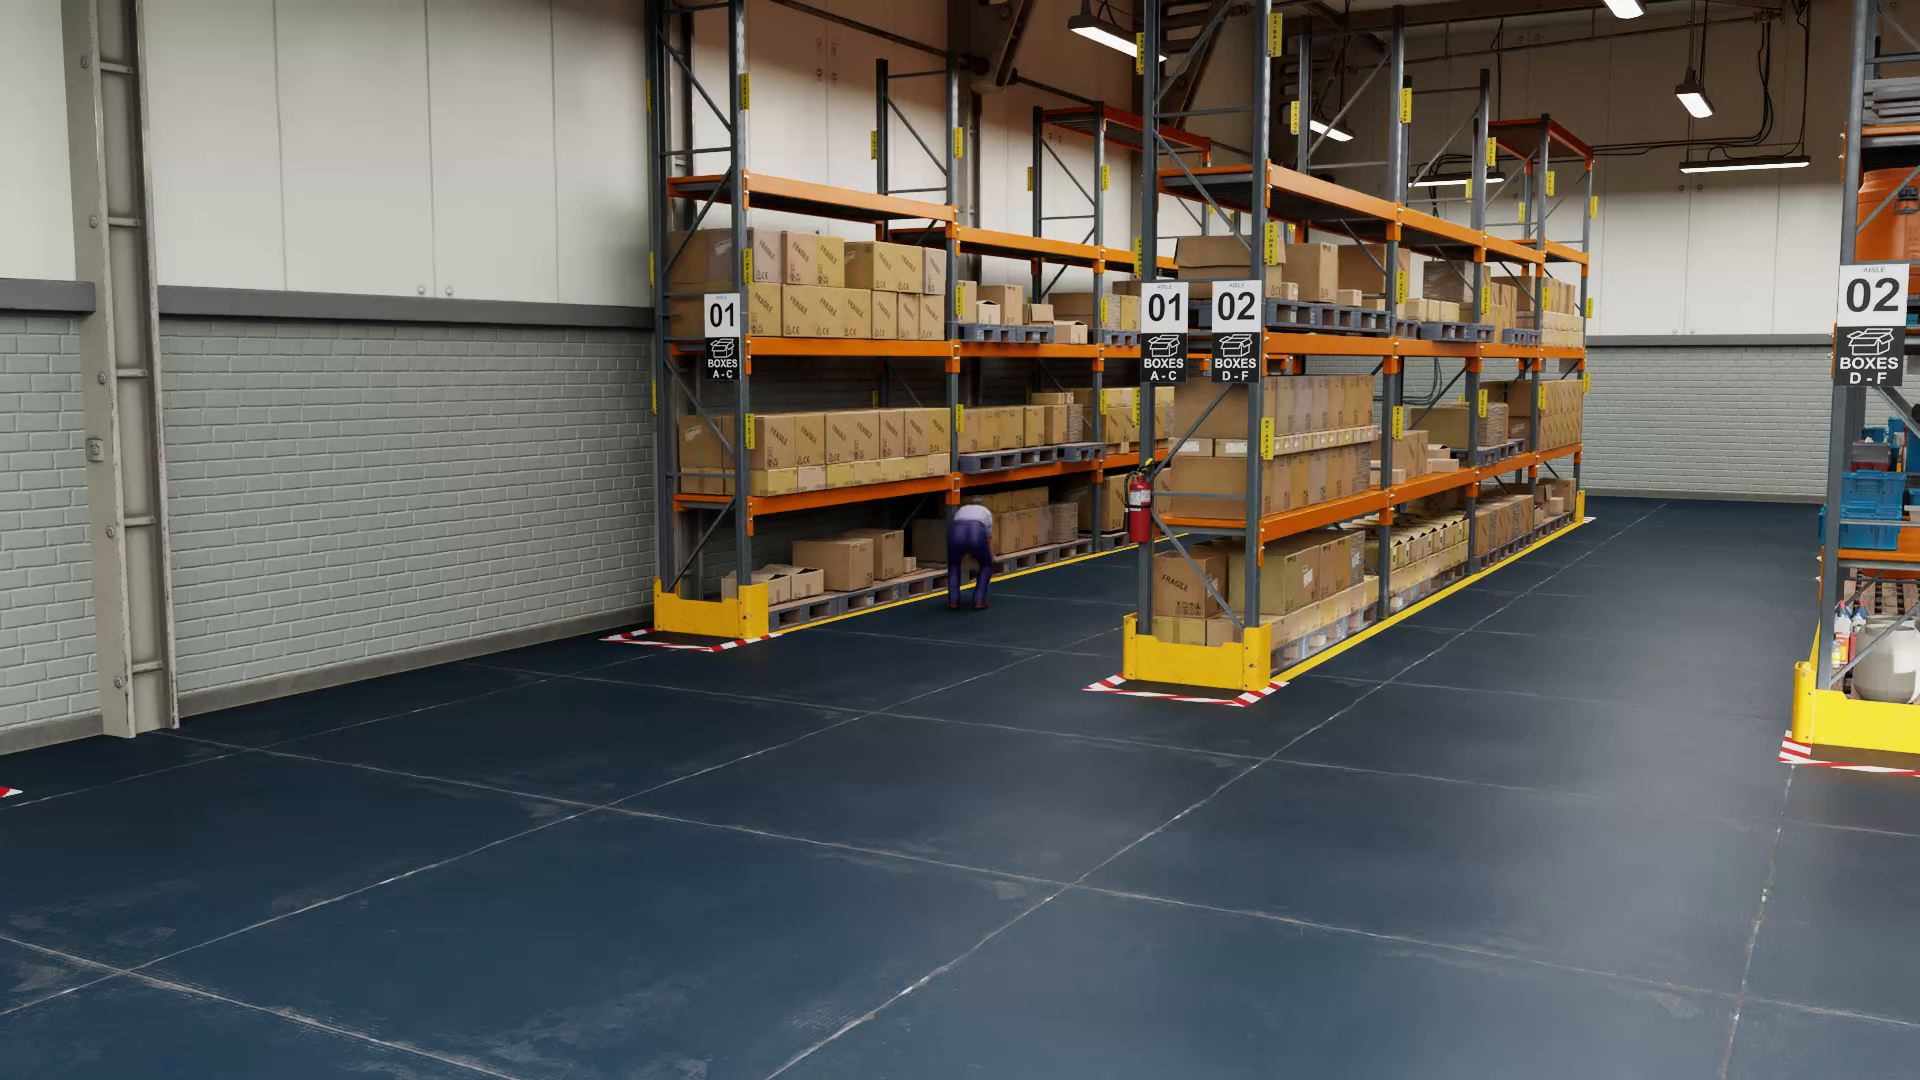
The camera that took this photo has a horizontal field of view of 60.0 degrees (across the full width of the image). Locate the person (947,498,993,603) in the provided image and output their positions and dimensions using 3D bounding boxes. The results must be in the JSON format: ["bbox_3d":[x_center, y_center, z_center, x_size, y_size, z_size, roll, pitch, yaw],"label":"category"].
[{"bbox_3d":[0.125,0.107,17.612,0.495,1.061,0.877,1,6,12],"label":"person"}]
